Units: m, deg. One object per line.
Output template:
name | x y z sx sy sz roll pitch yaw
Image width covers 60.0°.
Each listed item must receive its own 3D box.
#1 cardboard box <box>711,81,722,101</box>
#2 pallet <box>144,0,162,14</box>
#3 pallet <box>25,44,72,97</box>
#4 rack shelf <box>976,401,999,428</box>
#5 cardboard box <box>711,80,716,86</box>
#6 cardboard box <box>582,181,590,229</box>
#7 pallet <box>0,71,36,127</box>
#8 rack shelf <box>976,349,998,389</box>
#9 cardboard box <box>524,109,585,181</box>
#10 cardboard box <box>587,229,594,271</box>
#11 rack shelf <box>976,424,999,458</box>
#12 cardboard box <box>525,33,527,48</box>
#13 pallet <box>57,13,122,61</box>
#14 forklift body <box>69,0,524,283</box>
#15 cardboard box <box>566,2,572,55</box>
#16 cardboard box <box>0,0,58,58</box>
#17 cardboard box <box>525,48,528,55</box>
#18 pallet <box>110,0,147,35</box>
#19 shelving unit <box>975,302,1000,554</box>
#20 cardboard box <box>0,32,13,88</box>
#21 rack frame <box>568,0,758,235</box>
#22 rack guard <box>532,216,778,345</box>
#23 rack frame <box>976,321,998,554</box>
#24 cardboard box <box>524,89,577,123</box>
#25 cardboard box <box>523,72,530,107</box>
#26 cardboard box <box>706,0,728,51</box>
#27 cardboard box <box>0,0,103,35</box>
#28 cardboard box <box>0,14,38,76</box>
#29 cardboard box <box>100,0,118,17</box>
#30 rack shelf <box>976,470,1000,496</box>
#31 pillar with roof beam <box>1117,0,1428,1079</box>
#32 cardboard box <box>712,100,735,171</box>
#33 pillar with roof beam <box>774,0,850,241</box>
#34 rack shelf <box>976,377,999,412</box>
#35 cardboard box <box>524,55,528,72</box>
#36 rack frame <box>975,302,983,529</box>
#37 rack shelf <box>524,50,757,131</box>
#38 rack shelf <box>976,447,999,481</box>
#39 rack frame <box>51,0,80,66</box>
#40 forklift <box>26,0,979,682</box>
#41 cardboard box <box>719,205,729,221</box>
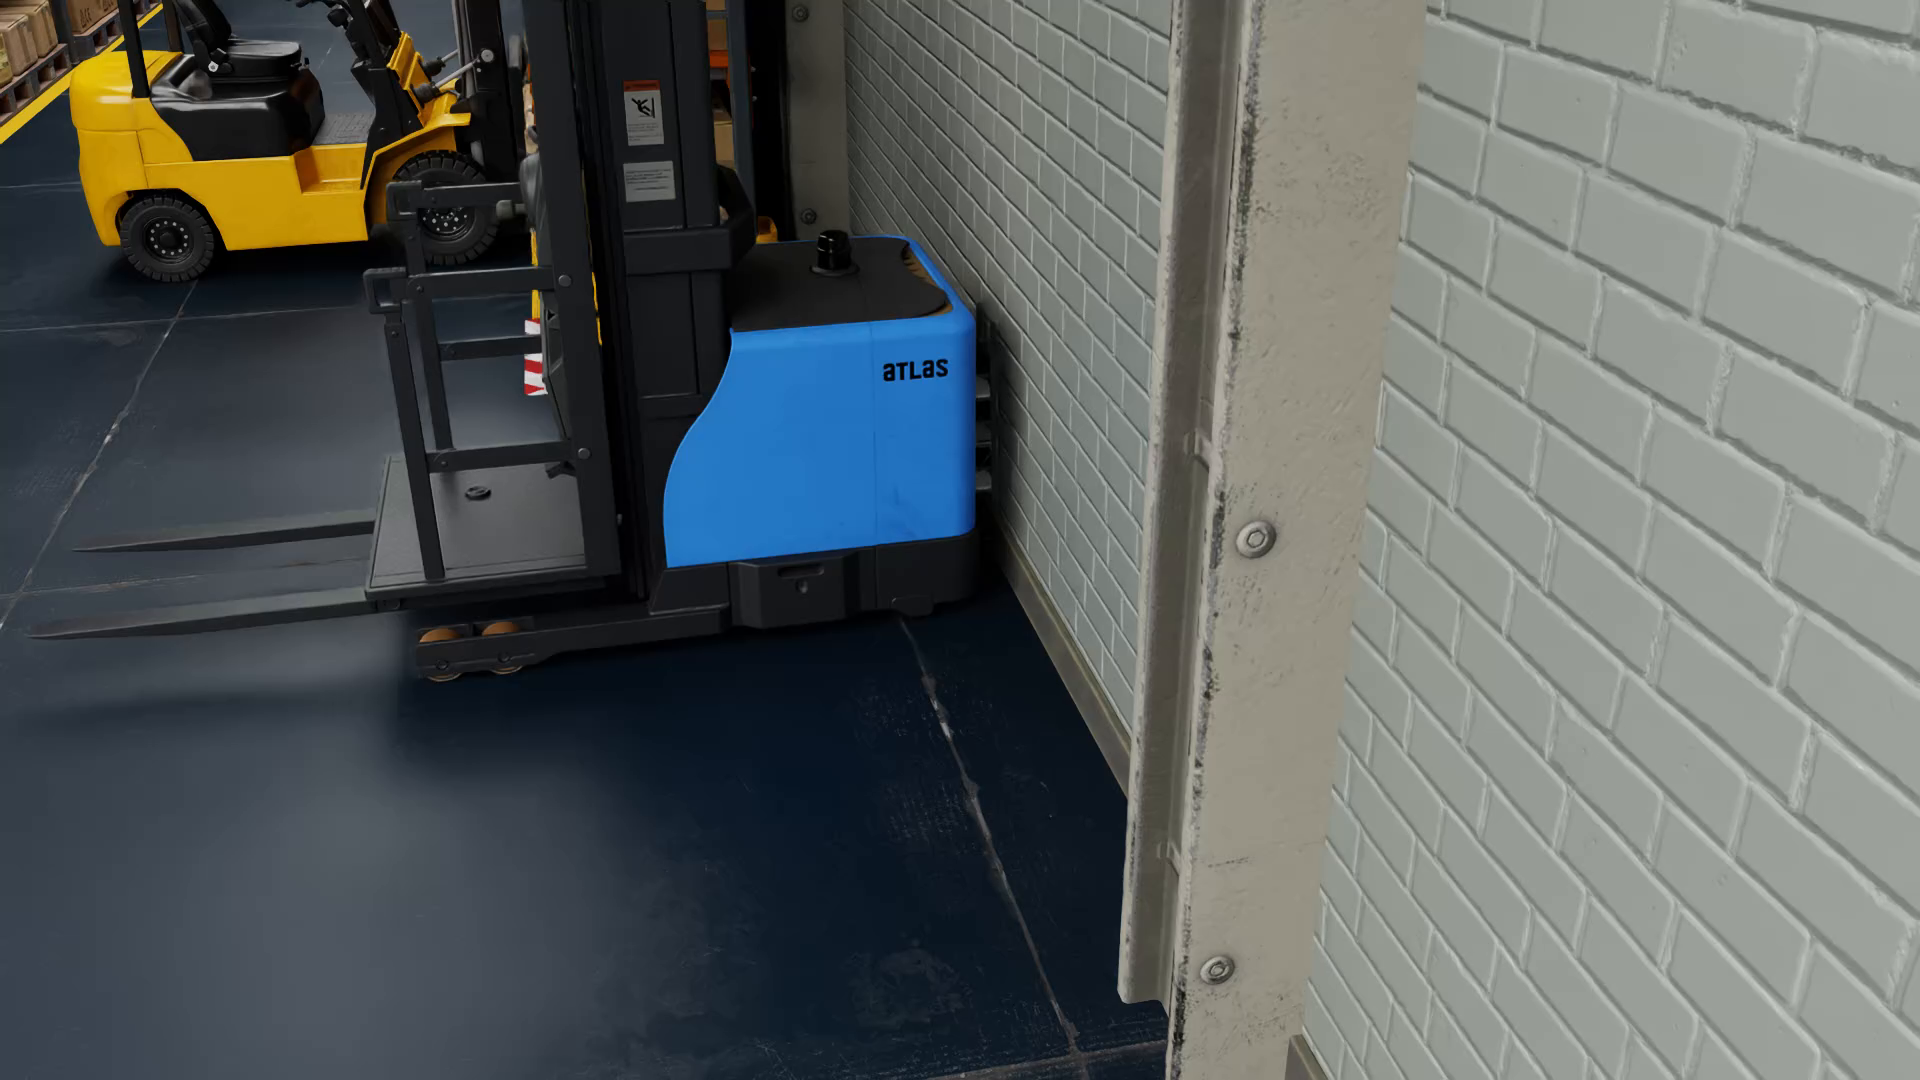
cardboard box | -1.535 -2.262 8.879 0.500 0.250 0.500 -6 27 -12
pallet | -8.787 -5.593 17.097 1.003 0.211 1.213 -6 27 -12
pallet | -7.958 -3.825 13.594 1.003 0.211 1.213 -6 27 -12
rack shelf | -0.009 -0.437 5.995 0.258 0.077 0.200 -7 28 -11
cardboard box | -1.637 -2.483 9.316 0.500 0.250 0.500 -6 27 -12
cardboard box | -1.909 -1.772 8.462 0.500 0.250 0.500 -6 27 -12
pallet | -7.687 -3.291 12.535 1.003 0.211 1.213 -6 27 -12
rack shelf | -0.013 -0.597 5.912 0.258 0.077 0.200 -7 28 -11
cardboard box | -1.902 -1.984 8.327 0.500 0.250 0.500 -5 27 -10
cardboard box | -1.909 -1.541 8.560 0.500 0.250 0.500 -6 27 -11
rack shelf | -0.007 -0.358 6.037 0.258 0.077 0.200 -7 28 -11
cardboard box | -2.488 -3.100 10.538 0.500 0.250 0.500 -6 27 -12
pallet | -8.237 -4.522 14.975 1.003 0.211 1.213 -6 27 -12
forklift body | -3.700 -2.675 9.163 2.313 2.155 1.214 -6 27 -12
cardboard box | -1.862 -2.641 8.042 0.500 0.500 0.500 -7 28 -13
cardboard box | -8.015 -4.179 13.650 0.950 0.372 0.625 -8 28 -15
cardboard box | -2.364 -2.882 10.107 0.500 0.250 0.500 -5 27 -10
pallet | -8.509 -5.057 16.034 1.003 0.211 1.213 -6 27 -12
shelving unit | -0.008 -0.387 6.021 0.258 0.900 0.210 -7 28 -11
cardboard box | -7.676 -3.522 12.349 0.950 0.372 0.625 -5 27 -10
rack frame | -1.495 -2.407 7.690 1.000 3.000 0.127 -6 27 -12
rack guard | -1.489 -1.280 8.232 1.175 0.500 0.348 -6 27 -12
rack frame | 0.015 -0.342 5.933 0.240 0.900 0.006 -7 28 -11
cardboard box | -2.023 -2.207 8.770 0.500 0.250 0.500 -5 27 -11
cardboard box | -2.147 -2.428 9.207 0.500 0.250 0.500 -6 27 -11
cardboard box | -1.336 -2.697 8.154 0.500 0.500 0.500 -5 27 -10
cardboard box | -8.208 -4.964 14.648 0.875 0.875 0.875 -6 27 -12
cardboard box | -7.841 -3.855 13.010 0.950 0.372 0.625 -6 27 -13
cardboard box | -8.405 -5.356 15.424 0.875 0.875 0.875 -6 27 -11
rack shelf | -0.004 -0.198 6.120 0.258 0.077 0.200 -7 28 -11
pillar with roof beam | -3.616 -2.411 1.040 9.100 9.000 0.400 -6 27 -12
cardboard box | -1.419 -2.043 8.445 0.500 0.250 0.500 -6 27 -12
pillar with roof beam | -4.968 -5.045 6.259 9.100 9.000 0.400 -6 27 -12
rack shelf | -0.011 -0.517 5.954 0.258 0.077 0.200 -7 28 -11
cardboard box | -2.254 -2.651 9.649 0.500 0.250 0.500 -7 28 -13
rack frame | -0.031 -0.432 6.110 0.240 0.900 0.006 -7 28 -11
rack shelf | -1.946 -2.964 9.591 1.077 0.370 4.000 -6 27 -12
rack shelf | -0.006 -0.278 6.078 0.258 0.077 0.200 -7 28 -11
rack frame | -8.133 -5.413 13.646 1.000 3.000 0.127 -6 27 -12
forklift | -1.507 -1.116 5.208 3.031 2.935 1.130 -6 27 -12
cardboard box | -1.398 -1.818 8.553 0.500 0.250 0.500 -5 27 -11
